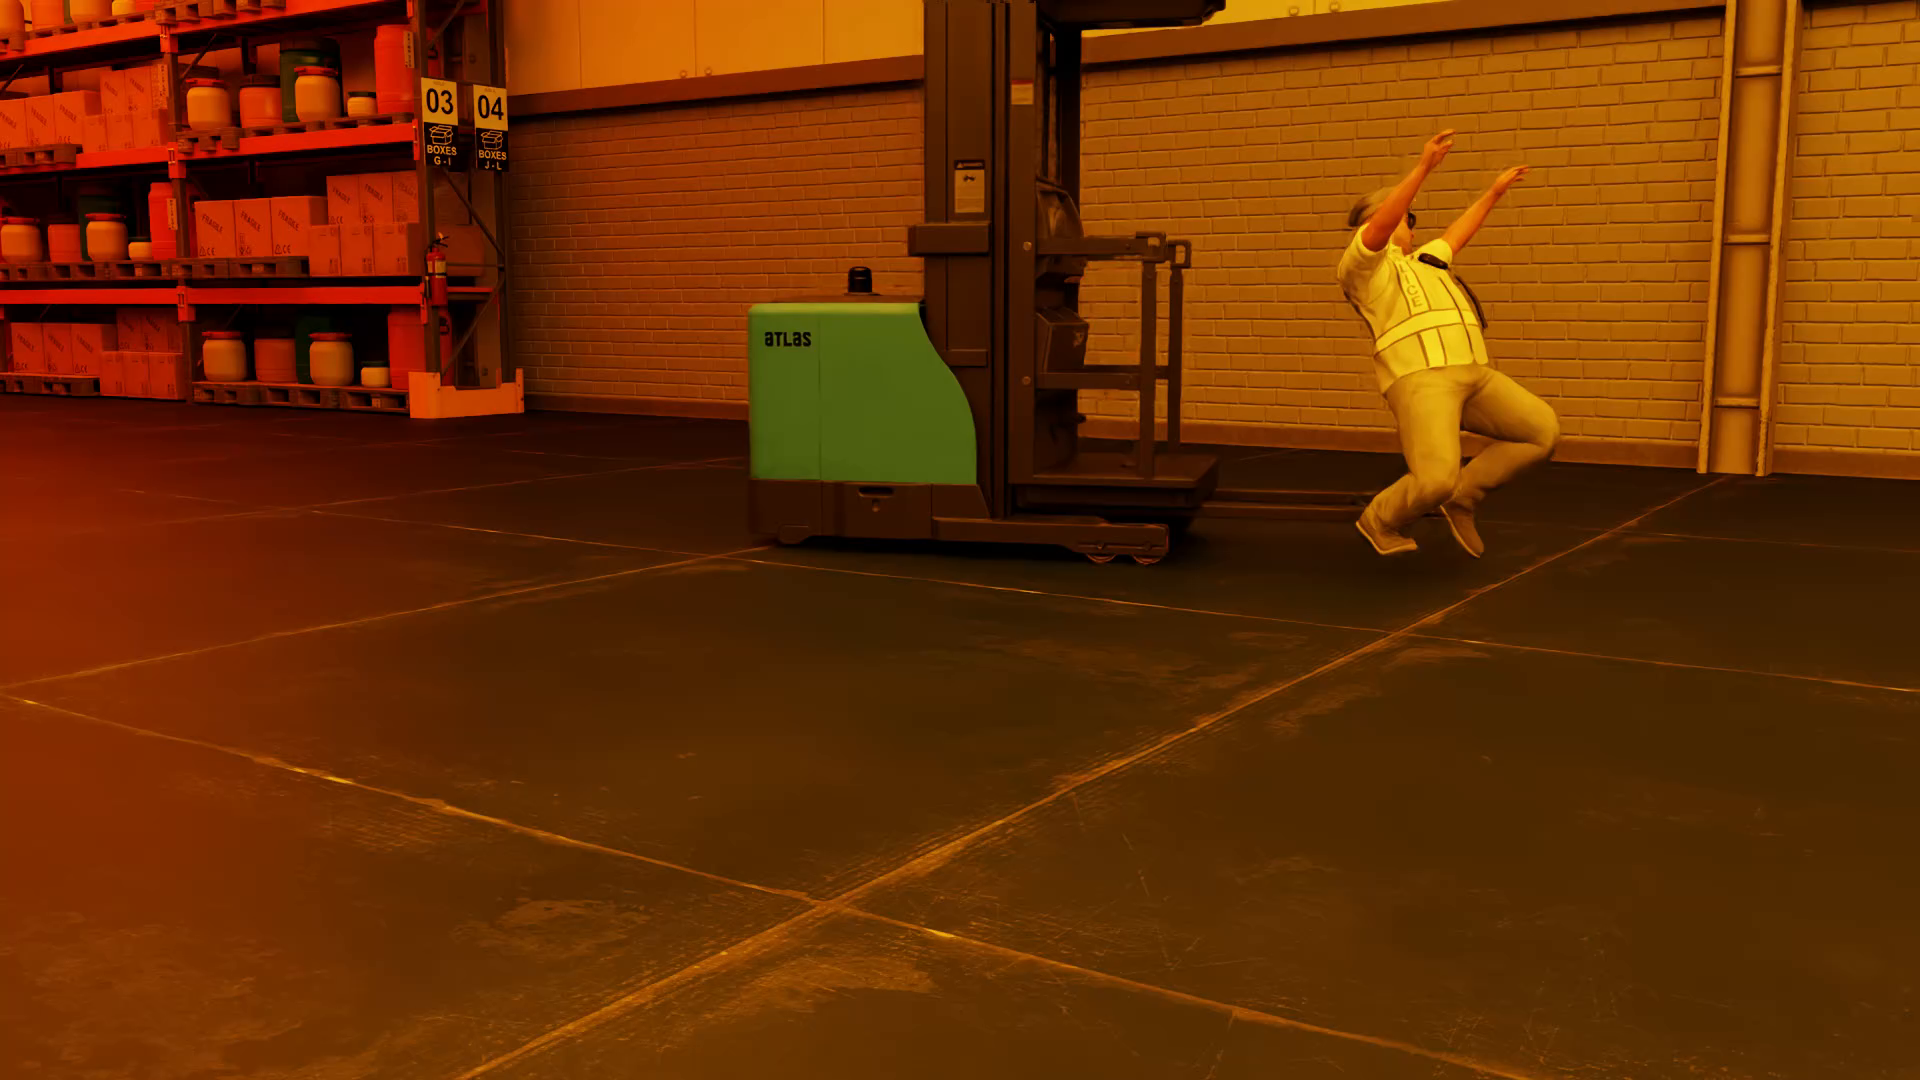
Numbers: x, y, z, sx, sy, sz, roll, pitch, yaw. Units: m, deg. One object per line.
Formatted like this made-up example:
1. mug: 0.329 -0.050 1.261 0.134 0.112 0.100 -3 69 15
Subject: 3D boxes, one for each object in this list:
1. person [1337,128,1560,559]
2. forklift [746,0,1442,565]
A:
1. person: 1.926 -0.745 6.595 1.025 1.654 0.839 -6 10 -38
2. forklift: 0.629 -1.432 7.260 3.031 2.935 1.130 2 8 14
